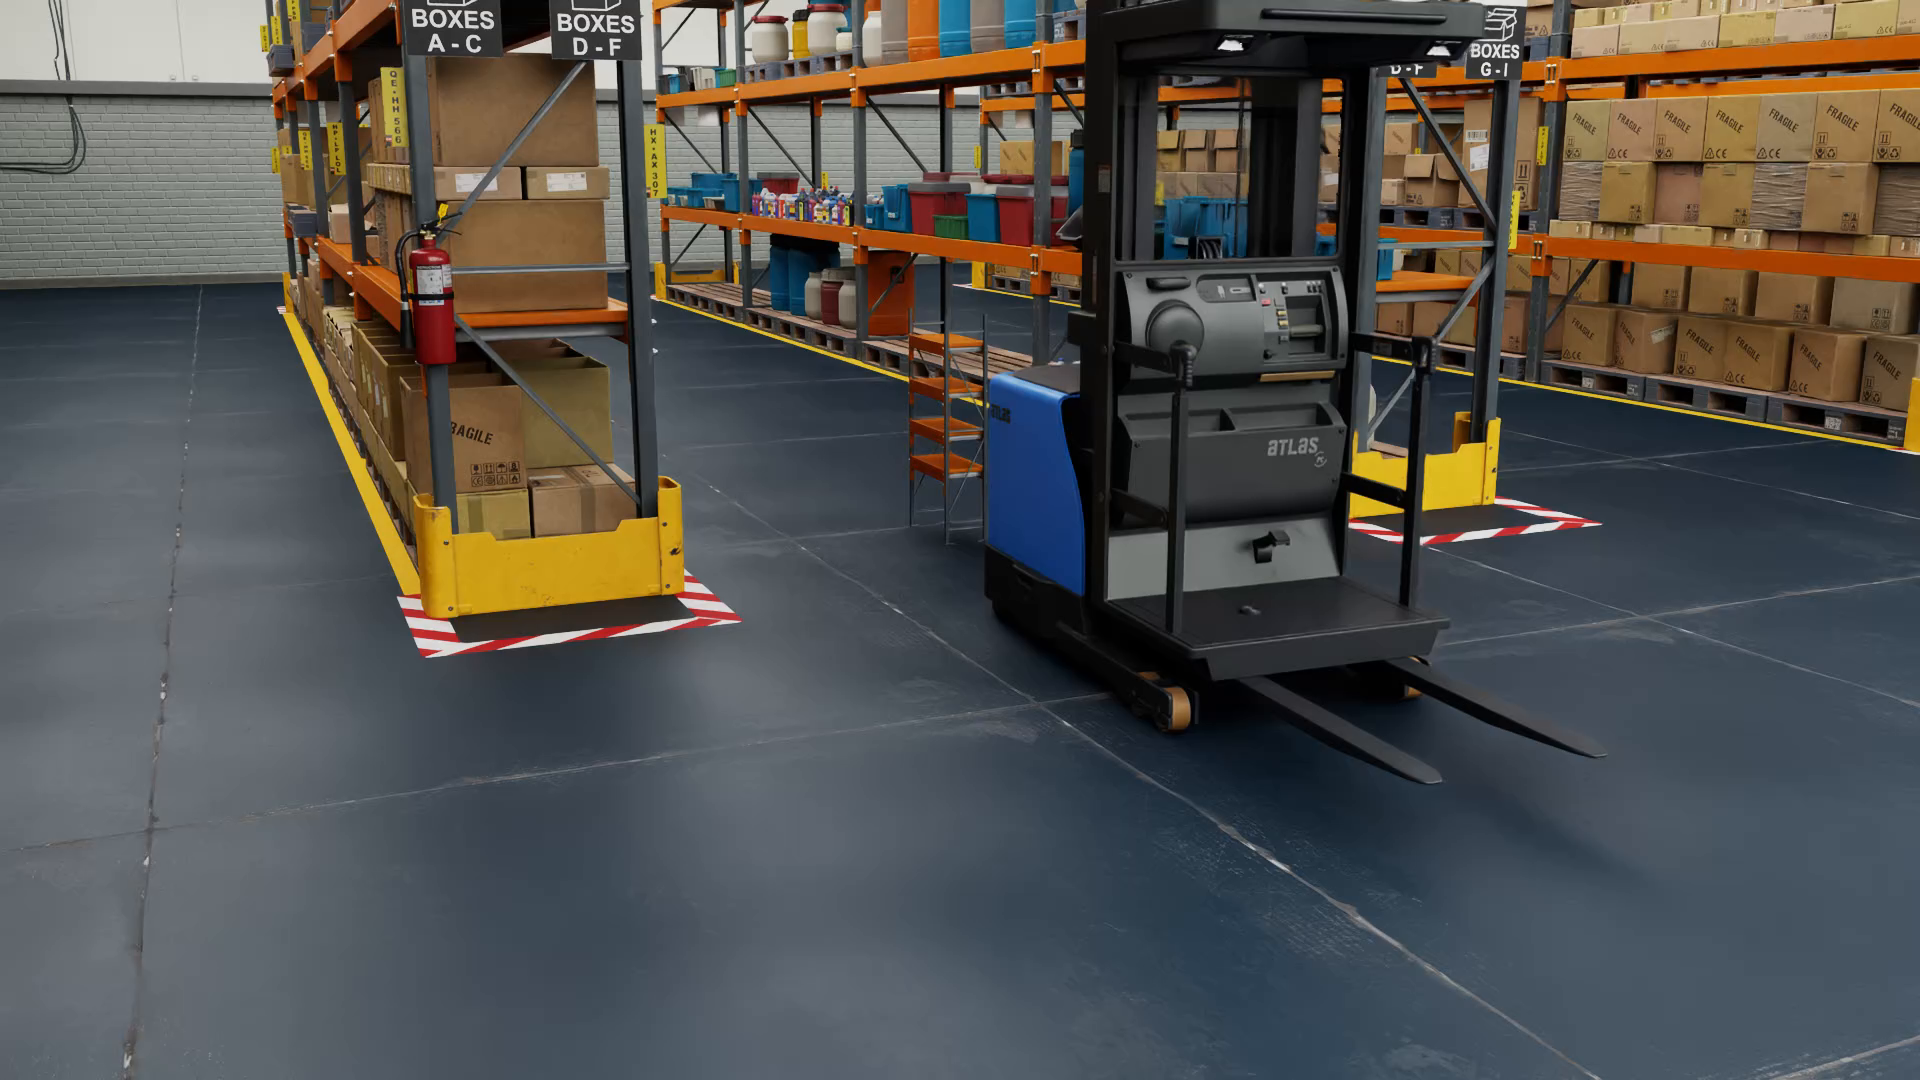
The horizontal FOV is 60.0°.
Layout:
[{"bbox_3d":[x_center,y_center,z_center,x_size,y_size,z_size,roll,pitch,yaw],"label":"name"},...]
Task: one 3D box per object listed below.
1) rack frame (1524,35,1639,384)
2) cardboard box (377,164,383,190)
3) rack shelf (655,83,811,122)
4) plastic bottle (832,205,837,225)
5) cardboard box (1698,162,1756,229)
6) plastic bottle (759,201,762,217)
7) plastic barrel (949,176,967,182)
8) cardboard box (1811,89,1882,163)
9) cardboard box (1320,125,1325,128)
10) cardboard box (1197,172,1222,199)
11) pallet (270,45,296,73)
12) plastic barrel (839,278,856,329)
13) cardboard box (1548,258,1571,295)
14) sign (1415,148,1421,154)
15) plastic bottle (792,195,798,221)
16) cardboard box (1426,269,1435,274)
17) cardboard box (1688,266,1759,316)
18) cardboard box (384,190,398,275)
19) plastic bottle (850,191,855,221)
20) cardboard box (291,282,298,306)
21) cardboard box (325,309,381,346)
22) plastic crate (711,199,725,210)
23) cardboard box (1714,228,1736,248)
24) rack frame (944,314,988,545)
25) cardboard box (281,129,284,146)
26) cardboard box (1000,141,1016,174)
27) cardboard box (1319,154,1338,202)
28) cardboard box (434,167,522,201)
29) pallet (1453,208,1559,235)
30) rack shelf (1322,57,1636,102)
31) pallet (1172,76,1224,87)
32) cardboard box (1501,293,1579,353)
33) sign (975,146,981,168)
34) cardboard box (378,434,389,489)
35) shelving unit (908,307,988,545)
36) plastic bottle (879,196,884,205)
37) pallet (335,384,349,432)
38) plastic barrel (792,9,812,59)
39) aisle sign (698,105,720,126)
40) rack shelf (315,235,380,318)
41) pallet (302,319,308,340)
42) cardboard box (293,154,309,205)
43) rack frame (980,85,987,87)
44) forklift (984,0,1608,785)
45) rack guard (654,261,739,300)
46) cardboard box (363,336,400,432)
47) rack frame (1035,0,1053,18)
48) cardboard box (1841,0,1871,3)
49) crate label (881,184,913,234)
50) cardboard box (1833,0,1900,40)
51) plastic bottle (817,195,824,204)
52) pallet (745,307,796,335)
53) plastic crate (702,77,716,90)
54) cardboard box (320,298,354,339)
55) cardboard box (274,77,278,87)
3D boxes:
[{"bbox_3d":[5.585,-2.923,14.846,1.000,3.000,0.127,-6,14,-23],"label":"rack frame"},{"bbox_3d":[-3.251,-2.161,9.896,0.380,0.149,0.250,-6,14,-23],"label":"cardboard box"},{"bbox_3d":[-2.959,-5.652,21.583,1.077,0.370,4.000,-6,14,-23],"label":"rack shelf"},{"bbox_3d":[-1.269,-3.343,17.104,0.097,0.201,0.097,0,13,0],"label":"plastic bottle"},{"bbox_3d":[6.332,-2.710,13.046,0.875,0.500,0.500,-6,14,-23],"label":"cardboard box"},{"bbox_3d":[-2.285,-3.867,19.368,0.097,0.201,0.097,0,13,0],"label":"plastic bottle"},{"bbox_3d":[0.052,-3.163,15.636,0.421,0.512,0.421,0,13,0],"label":"plastic barrel"},{"bbox_3d":[6.535,-2.971,11.956,0.500,0.500,0.500,-6,14,-23],"label":"cardboard box"},{"bbox_3d":[5.696,-6.180,25.820,0.500,0.500,0.500,-6,14,-24],"label":"cardboard box"},{"bbox_3d":[3.153,-4.088,19.659,0.500,0.500,0.500,-6,14,-25],"label":"cardboard box"},{"bbox_3d":[-6.083,-4.696,16.273,1.213,0.211,1.003,-6,14,-23],"label":"pallet"},{"bbox_3d":[-1.075,-2.502,17.616,0.421,0.512,0.421,0,13,0],"label":"plastic barrel"},{"bbox_3d":[7.860,-3.383,21.447,0.500,0.500,0.500,-5,14,-21],"label":"cardboard box"},{"bbox_3d":[6.472,-5.374,23.517,0.100,0.325,0.005,-6,14,-23],"label":"sign"},{"bbox_3d":[-1.797,-3.650,18.272,0.097,0.271,0.097,0,13,0],"label":"plastic bottle"},{"bbox_3d":[7.114,-3.923,24.557,0.380,0.149,0.250,-6,14,-25],"label":"cardboard box"},{"bbox_3d":[9.083,-2.971,19.111,1.050,0.750,0.750,-5,14,-22],"label":"cardboard box"},{"bbox_3d":[-3.092,-1.878,10.110,0.700,0.500,0.500,-6,14,-24],"label":"cardboard box"},{"bbox_3d":[-1.134,-3.675,18.204,0.144,0.351,0.185,-6,14,-23],"label":"plastic bottle"},{"bbox_3d":[-7.942,-3.038,20.467,0.500,0.250,0.500,-6,14,-23],"label":"cardboard box"},{"bbox_3d":[-4.937,-1.751,13.706,0.500,0.311,0.500,-6,14,-24],"label":"cardboard box"},{"bbox_3d":[-2.852,-4.230,20.973,0.437,0.125,0.590,-6,14,-23],"label":"plastic crate"},{"bbox_3d":[6.150,-2.373,13.026,0.380,0.149,0.250,-6,14,-23],"label":"cardboard box"},{"bbox_3d":[0.031,-0.568,8.665,0.240,1.200,0.015,-6,14,-23],"label":"rack frame"},{"bbox_3d":[-7.747,-4.612,19.707,0.500,0.500,0.500,-6,14,-23],"label":"cardboard box"},{"bbox_3d":[0.923,-5.612,24.477,0.500,0.500,0.500,-6,14,-24],"label":"cardboard box"},{"bbox_3d":[4.236,-3.895,17.892,0.500,0.500,0.500,-8,15,-30],"label":"cardboard box"},{"bbox_3d":[-2.219,-1.629,7.595,0.380,0.149,0.250,-6,14,-24],"label":"cardboard box"},{"bbox_3d":[5.412,-3.000,15.607,1.003,0.211,1.213,-6,14,-23],"label":"pallet"},{"bbox_3d":[4.784,-4.447,16.374,1.077,0.370,4.000,-6,14,-23],"label":"rack shelf"},{"bbox_3d":[3.226,-5.478,19.651,1.003,0.211,1.213,-5,14,-20],"label":"pallet"},{"bbox_3d":[5.359,-2.048,15.635,0.700,0.500,0.500,-7,15,-27],"label":"cardboard box"},{"bbox_3d":[0.267,-5.813,25.240,0.100,0.325,0.005,-6,14,-23],"label":"sign"},{"bbox_3d":[-2.988,-0.460,9.373,0.500,0.250,0.500,-6,14,-23],"label":"cardboard box"},{"bbox_3d":[-0.066,-0.619,8.882,0.258,1.200,0.503,-6,14,-23],"label":"shelving unit"},{"bbox_3d":[-0.824,-3.575,17.950,0.097,0.271,0.097,0,13,0],"label":"plastic bottle"},{"bbox_3d":[-4.317,-1.071,13.031,1.003,0.211,1.213,-6,14,-23],"label":"pallet"},{"bbox_3d":[-1.606,-5.716,18.912,0.600,0.588,0.600,0,13,0],"label":"plastic barrel"},{"bbox_3d":[-3.520,-6.262,23.510,0.394,0.787,0.004,-6,14,-23],"label":"aisle sign"},{"bbox_3d":[-4.294,-2.092,12.850,1.077,0.370,4.000,-6,14,-23],"label":"rack shelf"},{"bbox_3d":[-6.972,-2.465,19.052,1.003,0.211,1.213,-6,14,-23],"label":"pallet"},{"bbox_3d":[-6.379,-3.680,16.967,0.700,0.500,0.500,-3,13,-14],"label":"cardboard box"},{"bbox_3d":[0.778,-8.325,24.882,1.000,3.000,0.127,-6,14,-23],"label":"rack frame"},{"bbox_3d":[0.972,-1.931,9.012,3.137,3.703,8.990,-5,14,-21],"label":"forklift"},{"bbox_3d":[-3.782,-3.741,23.923,1.175,0.500,0.348,-6,14,-23],"label":"rack guard"},{"bbox_3d":[-3.194,-0.928,9.733,0.500,0.500,0.500,-6,14,-23],"label":"cardboard box"},{"bbox_3d":[1.047,-5.398,12.237,1.000,3.000,0.127,-6,14,-23],"label":"rack frame"},{"bbox_3d":[6.461,-3.869,11.729,0.380,0.149,0.250,-6,14,-23],"label":"cardboard box"},{"bbox_3d":[-0.405,-3.089,15.487,0.502,0.435,0.616,-6,14,-23],"label":"crate label"},{"bbox_3d":[6.559,-3.664,11.730,0.500,0.250,0.500,-6,14,-23],"label":"cardboard box"},{"bbox_3d":[-1.508,-3.577,17.933,0.061,0.283,0.133,-6,14,-23],"label":"plastic bottle"},{"bbox_3d":[-1.887,-2.607,19.664,1.003,0.211,1.213,-6,14,-23],"label":"pallet"},{"bbox_3d":[-3.016,-5.690,20.733,0.293,0.136,0.466,-6,14,-23],"label":"plastic crate"},{"bbox_3d":[-5.685,-2.024,15.529,0.500,0.500,0.500,-5,14,-21],"label":"cardboard box"},{"bbox_3d":[-7.937,-5.560,19.919,0.500,0.250,0.500,-6,14,-23],"label":"cardboard box"}]
